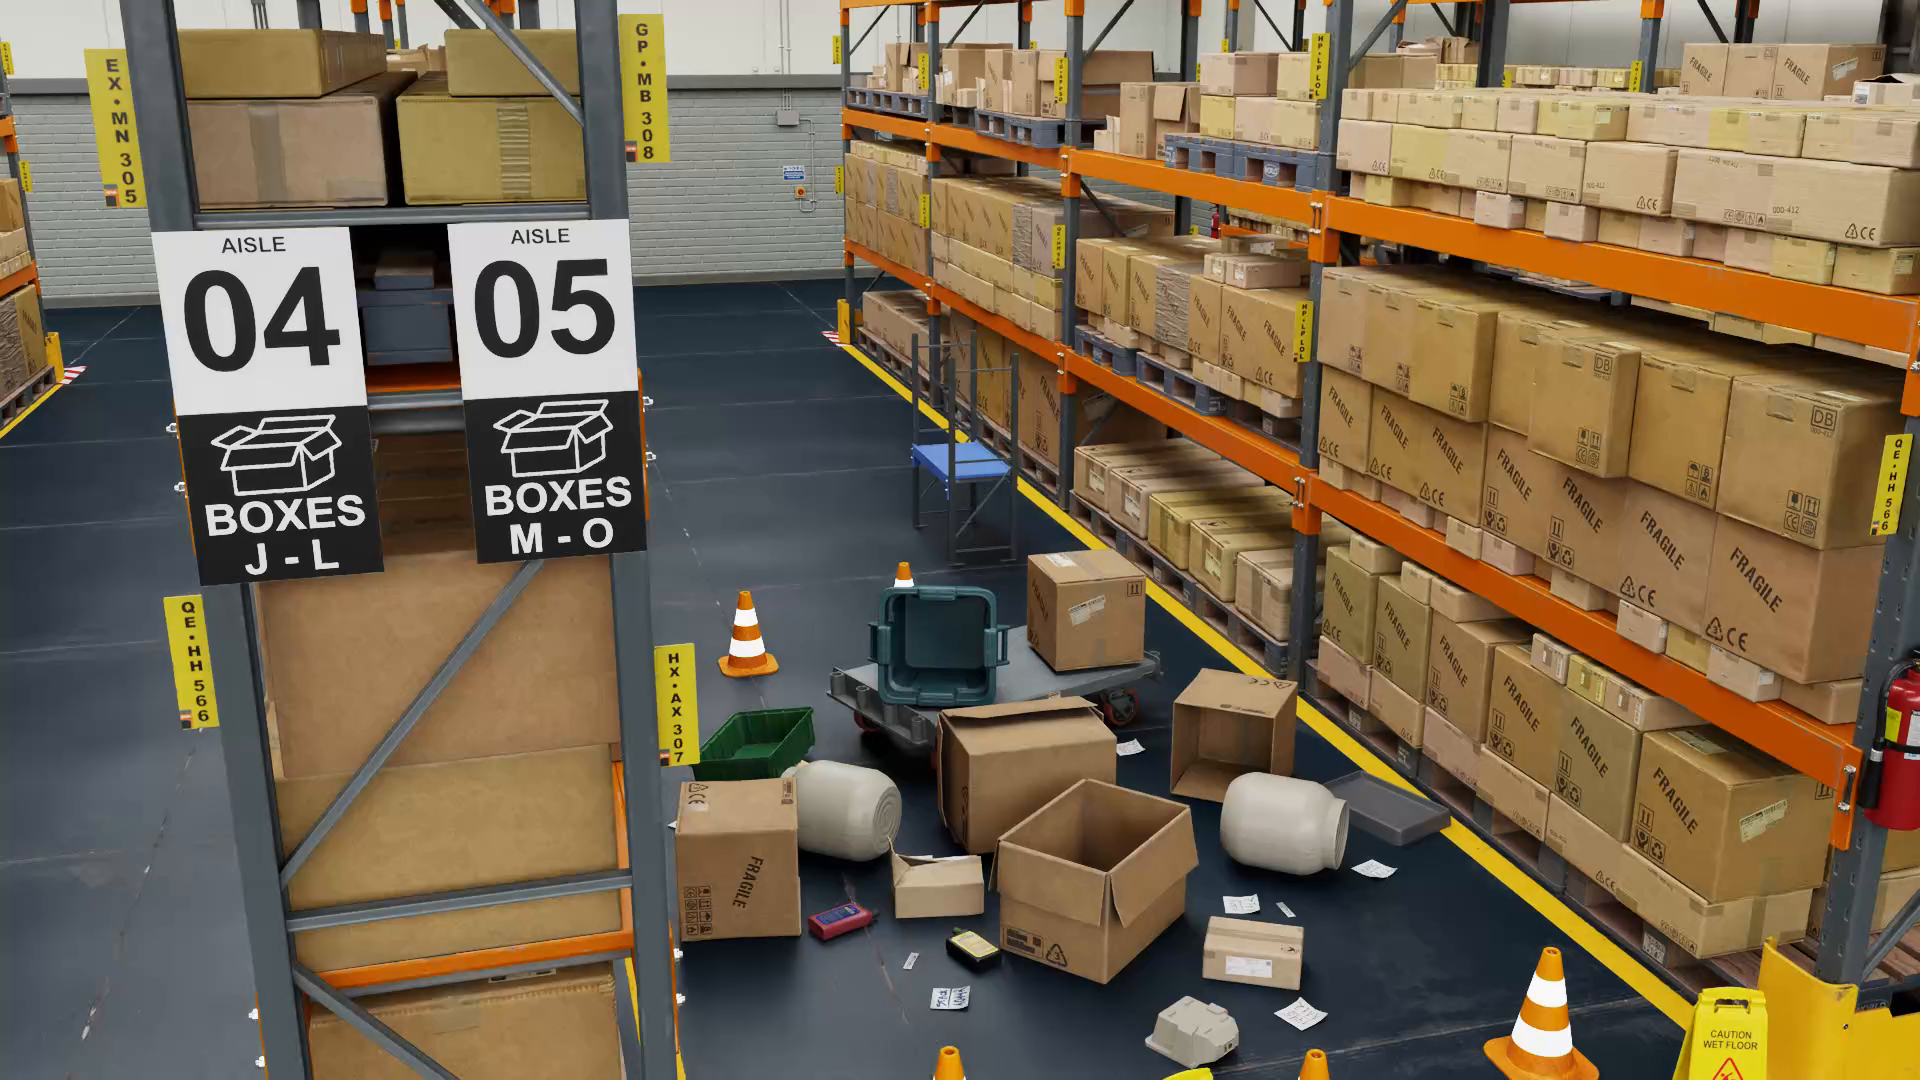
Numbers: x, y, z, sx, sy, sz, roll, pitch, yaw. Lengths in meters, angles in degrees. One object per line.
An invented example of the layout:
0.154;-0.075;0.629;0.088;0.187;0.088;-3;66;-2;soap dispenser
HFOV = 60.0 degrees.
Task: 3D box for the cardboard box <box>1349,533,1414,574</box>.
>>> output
2.261;0.058;8.665;0.380;0.149;0.250;-4;17;-14;cardboard box

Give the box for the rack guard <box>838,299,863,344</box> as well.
-0.922;-2.741;20.708;1.175;0.500;0.348;-5;17;-15;rack guard

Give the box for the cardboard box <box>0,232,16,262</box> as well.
-9.917;-2.965;16.853;0.500;0.250;0.500;-5;17;-16;cardboard box

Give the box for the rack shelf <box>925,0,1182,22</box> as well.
0.733;-4.609;14.099;1.077;0.370;4.000;-5;17;-15;rack shelf

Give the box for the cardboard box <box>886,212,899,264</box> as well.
-0.489;-3.261;17.920;0.500;0.500;0.500;-5;17;-16;cardboard box

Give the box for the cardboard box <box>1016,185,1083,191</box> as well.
0.818;-2.964;15.193;0.500;0.500;0.500;-4;17;-14;cardboard box

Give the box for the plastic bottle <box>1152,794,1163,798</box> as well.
0.934;1.300;8.017;0.133;0.061;0.283;-2;17;-6;plastic bottle

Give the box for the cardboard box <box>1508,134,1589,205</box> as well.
2.656;-1.555;6.945;0.500;0.250;0.500;-5;17;-15;cardboard box

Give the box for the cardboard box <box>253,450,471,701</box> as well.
-1.555;0.074;4.854;0.875;0.550;0.550;-5;17;-15;cardboard box

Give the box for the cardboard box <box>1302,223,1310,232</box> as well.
4.304;-3.687;19.257;0.500;0.250;0.500;-5;17;-16;cardboard box

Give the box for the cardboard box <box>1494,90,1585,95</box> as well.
2.810;-2.095;8.049;0.380;0.149;0.250;-4;17;-14;cardboard box

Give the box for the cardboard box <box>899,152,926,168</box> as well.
-0.425;-4.009;17.544;0.380;0.149;0.250;-5;17;-16;cardboard box

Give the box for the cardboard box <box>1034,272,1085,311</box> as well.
0.905;-2.000;13.288;0.500;0.250;0.500;-5;17;-15;cardboard box

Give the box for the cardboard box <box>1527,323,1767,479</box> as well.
2.760;-0.573;6.715;0.700;0.500;0.500;-5;17;-16;cardboard box

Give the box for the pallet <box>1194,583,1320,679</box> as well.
2.167;0.508;10.394;1.003;0.211;1.213;-5;17;-15;pallet

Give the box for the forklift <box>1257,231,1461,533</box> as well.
3.425;-1.580;12.617;1.130;2.935;3.031;-5;18;-17;forklift

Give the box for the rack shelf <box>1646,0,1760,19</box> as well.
6.604;-3.896;11.726;1.077;0.370;4.000;-5;17;-15;rack shelf

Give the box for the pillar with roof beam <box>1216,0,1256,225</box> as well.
-0.158;-7.675;22.360;9.100;9.000;0.400;-5;17;-15;pillar with roof beam

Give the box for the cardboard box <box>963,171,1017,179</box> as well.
0.286;-3.503;16.987;0.500;0.500;0.500;-5;17;-15;cardboard box

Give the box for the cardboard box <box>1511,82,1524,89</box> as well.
5.102;-4.247;15.694;0.380;0.149;0.250;-4;17;-14;cardboard box

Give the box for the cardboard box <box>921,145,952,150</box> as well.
-0.221;-4.337;18.637;0.380;0.149;0.250;-4;17;-14;cardboard box

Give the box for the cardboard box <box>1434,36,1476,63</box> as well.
5.105;-5.045;17.117;0.396;0.266;0.258;-5;17;-16;cardboard box

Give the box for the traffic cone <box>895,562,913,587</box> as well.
-0.346;0.369;10.418;0.336;0.463;0.334;-5;17;-15;traffic cone

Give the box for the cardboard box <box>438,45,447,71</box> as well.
-2.702;-2.574;9.516;0.500;0.500;0.500;-5;17;-15;cardboard box

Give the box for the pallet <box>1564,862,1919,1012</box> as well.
3.271;1.581;6.821;1.003;0.211;1.213;-5;17;-15;pallet

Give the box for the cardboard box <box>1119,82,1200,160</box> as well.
1.534;-2.940;11.638;0.700;0.500;0.500;-5;17;-15;cardboard box

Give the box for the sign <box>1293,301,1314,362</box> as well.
1.849;-1.122;8.960;0.100;0.325;0.005;-5;17;-15;sign

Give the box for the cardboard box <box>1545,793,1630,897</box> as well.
2.866;1.264;7.081;0.500;0.250;0.500;-5;17;-15;cardboard box

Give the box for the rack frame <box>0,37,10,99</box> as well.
-10.444;-6.021;16.855;1.000;3.000;0.127;-5;17;-15;rack frame

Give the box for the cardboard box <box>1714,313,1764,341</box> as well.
6.223;-1.617;12.881;0.500;0.250;0.500;-5;18;-17;cardboard box

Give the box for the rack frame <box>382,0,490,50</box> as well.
-4.548;-5.279;14.384;1.000;3.000;0.127;-5;17;-15;rack frame

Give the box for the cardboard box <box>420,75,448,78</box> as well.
-1.693;-1.555;6.040;0.500;0.250;0.500;-5;17;-16;cardboard box

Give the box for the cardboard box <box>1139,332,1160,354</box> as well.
1.467;-1.396;11.594;0.380;0.149;0.250;-4;17;-12;cardboard box

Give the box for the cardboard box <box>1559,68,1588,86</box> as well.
5.554;-4.106;14.745;0.380;0.149;0.250;-5;17;-16;cardboard box

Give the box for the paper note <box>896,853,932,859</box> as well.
-0.217;1.464;7.540;0.172;0.023;0.155;1;17;4;paper note

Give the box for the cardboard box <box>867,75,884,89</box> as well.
-0.838;-5.178;18.794;0.380;0.149;0.250;-4;17;-13;cardboard box

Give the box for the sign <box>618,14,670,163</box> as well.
-0.715;-1.022;3.769;0.100;0.325;0.005;-5;17;-15;sign

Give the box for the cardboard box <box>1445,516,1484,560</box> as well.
2.503;-0.025;7.757;0.380;0.149;0.250;-5;17;-15;cardboard box

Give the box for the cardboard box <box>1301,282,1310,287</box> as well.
2.391;-1.295;10.127;0.500;0.500;0.500;-5;17;-15;cardboard box

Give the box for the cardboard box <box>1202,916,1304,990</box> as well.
1.179;1.657;6.678;0.380;0.149;0.250;4;17;13;cardboard box

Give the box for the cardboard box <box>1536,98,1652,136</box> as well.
2.662;-1.774;6.980;0.380;0.149;0.250;-4;17;-14;cardboard box

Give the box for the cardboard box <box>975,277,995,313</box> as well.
0.448;-2.186;14.775;0.500;0.250;0.500;-5;17;-16;cardboard box

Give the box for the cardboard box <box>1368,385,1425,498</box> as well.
2.395;-0.522;8.284;0.500;0.500;0.500;-5;17;-15;cardboard box

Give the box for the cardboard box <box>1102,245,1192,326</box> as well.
1.334;-1.824;11.889;0.500;0.500;0.500;-4;17;-12;cardboard box

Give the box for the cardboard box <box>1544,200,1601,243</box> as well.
2.649;-1.320;6.855;0.380;0.149;0.250;-5;17;-16;cardboard box

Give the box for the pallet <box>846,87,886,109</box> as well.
-0.702;-5.121;19.227;1.003;0.211;1.213;-5;17;-15;pallet

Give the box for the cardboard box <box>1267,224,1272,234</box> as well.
3.991;-3.808;20.351;0.380;0.149;0.250;-4;17;-14;cardboard box

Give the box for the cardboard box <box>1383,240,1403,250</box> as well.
4.873;-3.316;17.374;0.700;0.500;0.500;-4;17;-14;cardboard box

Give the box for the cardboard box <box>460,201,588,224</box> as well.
-1.036;-0.772;4.127;0.380;0.149;0.250;-5;17;-15;cardboard box

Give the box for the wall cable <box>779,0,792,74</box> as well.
-2.750;-8.356;24.627;0.463;3.000;0.029;-5;17;-15;wall cable

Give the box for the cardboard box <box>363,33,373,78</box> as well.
-2.225;-1.661;5.699;0.380;0.149;0.250;-5;17;-15;cardboard box

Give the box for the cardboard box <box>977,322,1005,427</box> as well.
0.687;-1.594;15.509;0.875;0.875;0.875;-4;17;-14;cardboard box

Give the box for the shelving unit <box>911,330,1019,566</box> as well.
0.023;-0.695;12.158;0.538;1.500;1.048;-5;17;-15;shelving unit

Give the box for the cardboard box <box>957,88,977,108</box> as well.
0.195;-3.973;14.927;0.380;0.166;0.250;-6;18;-19;cardboard box
